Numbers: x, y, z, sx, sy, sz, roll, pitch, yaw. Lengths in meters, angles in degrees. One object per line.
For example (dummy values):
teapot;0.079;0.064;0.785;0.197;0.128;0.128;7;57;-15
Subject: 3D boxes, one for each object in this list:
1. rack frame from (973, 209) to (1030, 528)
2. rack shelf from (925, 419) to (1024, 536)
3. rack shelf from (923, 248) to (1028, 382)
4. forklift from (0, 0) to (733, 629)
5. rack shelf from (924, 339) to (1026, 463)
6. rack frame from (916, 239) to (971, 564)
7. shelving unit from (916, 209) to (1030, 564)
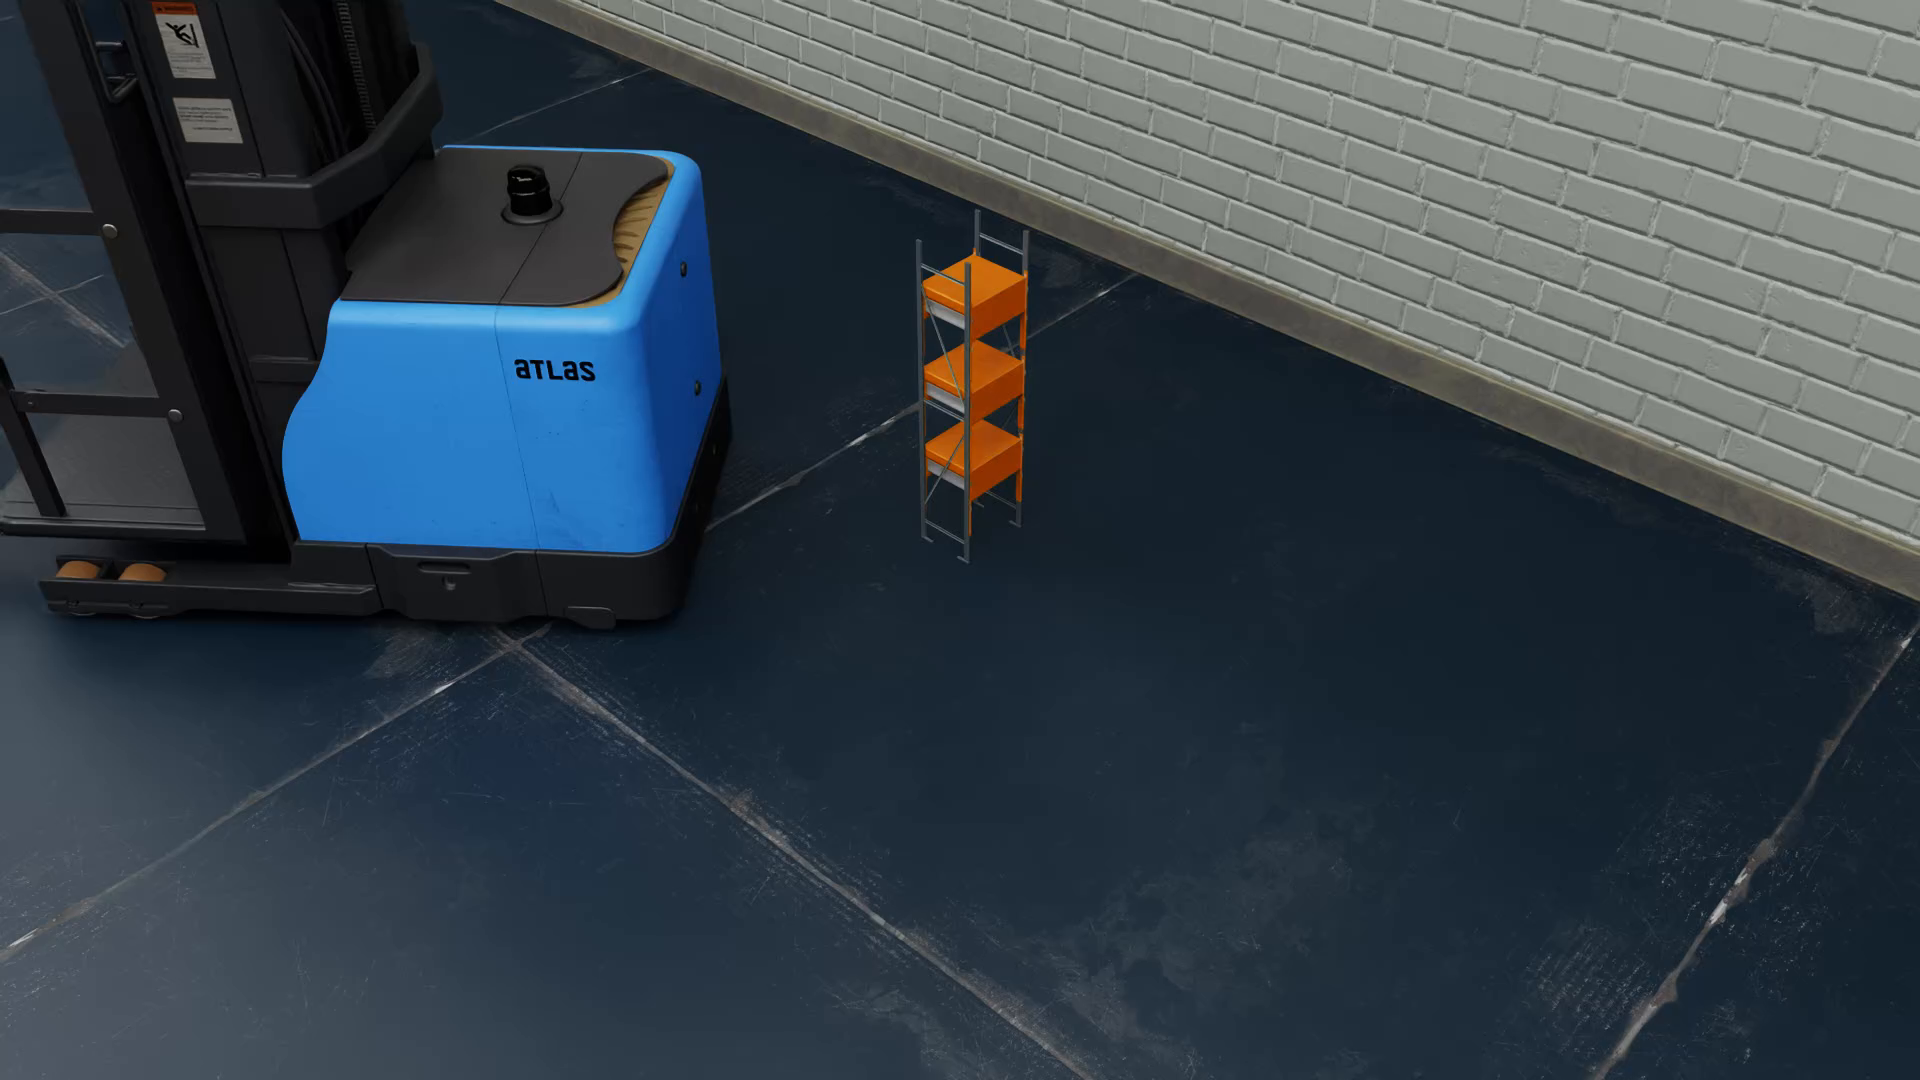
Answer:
rack frame;0.118;-0.492;5.025;0.200;1.050;0.008;30;47;32
rack shelf;0.036;-0.210;5.134;0.215;0.259;0.240;30;47;32
rack shelf;0.036;-0.649;4.784;0.215;0.259;0.240;30;47;32
forklift;-2.302;-1.238;4.453;3.031;2.935;1.130;2;39;3
rack shelf;0.036;-0.427;4.961;0.215;0.259;0.240;30;47;32
rack frame;-0.046;-0.379;4.884;0.200;1.050;0.008;30;47;32
shelving unit;0.036;-0.435;4.954;0.215;1.050;0.252;30;47;32
